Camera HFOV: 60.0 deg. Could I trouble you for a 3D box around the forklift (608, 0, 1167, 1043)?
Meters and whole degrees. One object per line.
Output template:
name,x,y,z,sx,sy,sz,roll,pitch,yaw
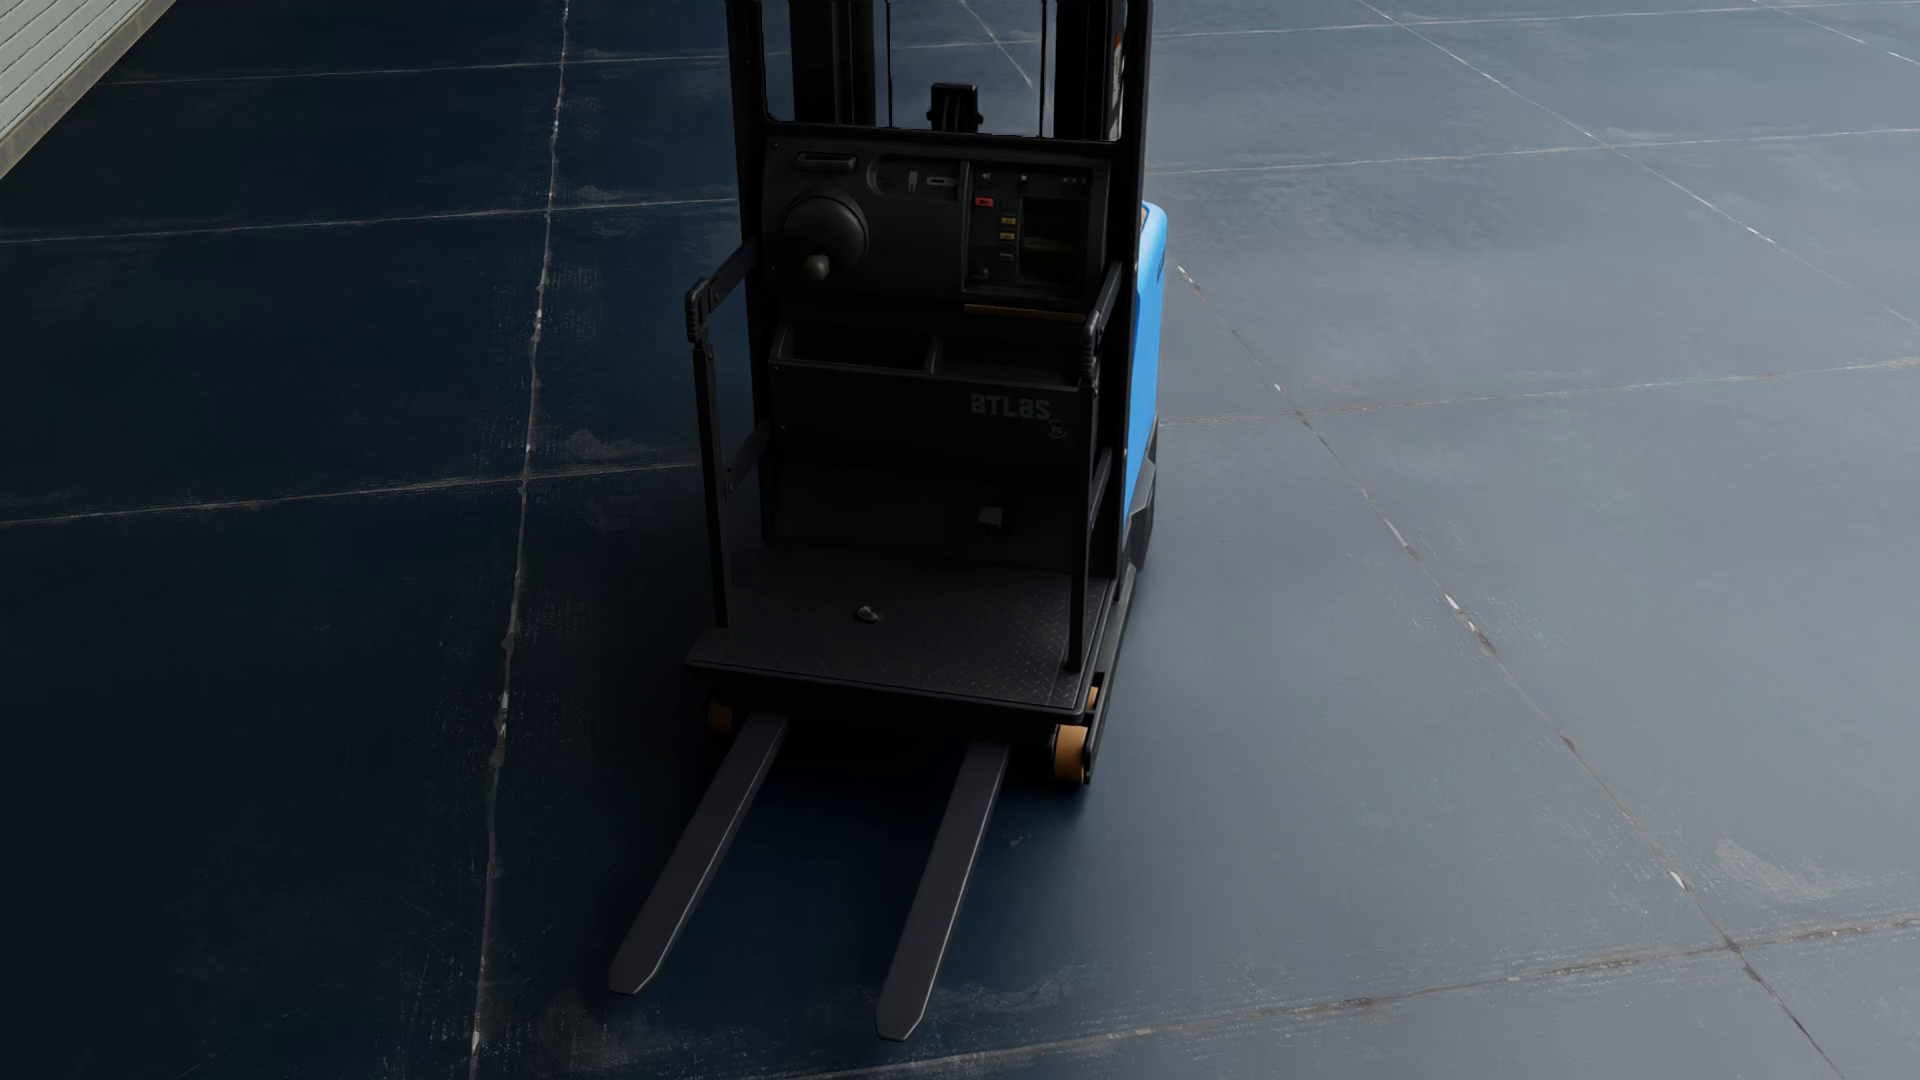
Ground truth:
forklift,-0.115,-0.798,4.216,1.130,2.935,3.031,6,31,11

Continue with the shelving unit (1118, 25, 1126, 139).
shelving unit,0.053,-1.098,6.137,1.083,1.500,0.587,5,31,9

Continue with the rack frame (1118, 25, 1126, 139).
rack frame,0.545,-1.054,6.063,0.032,1.500,0.500,5,31,9
